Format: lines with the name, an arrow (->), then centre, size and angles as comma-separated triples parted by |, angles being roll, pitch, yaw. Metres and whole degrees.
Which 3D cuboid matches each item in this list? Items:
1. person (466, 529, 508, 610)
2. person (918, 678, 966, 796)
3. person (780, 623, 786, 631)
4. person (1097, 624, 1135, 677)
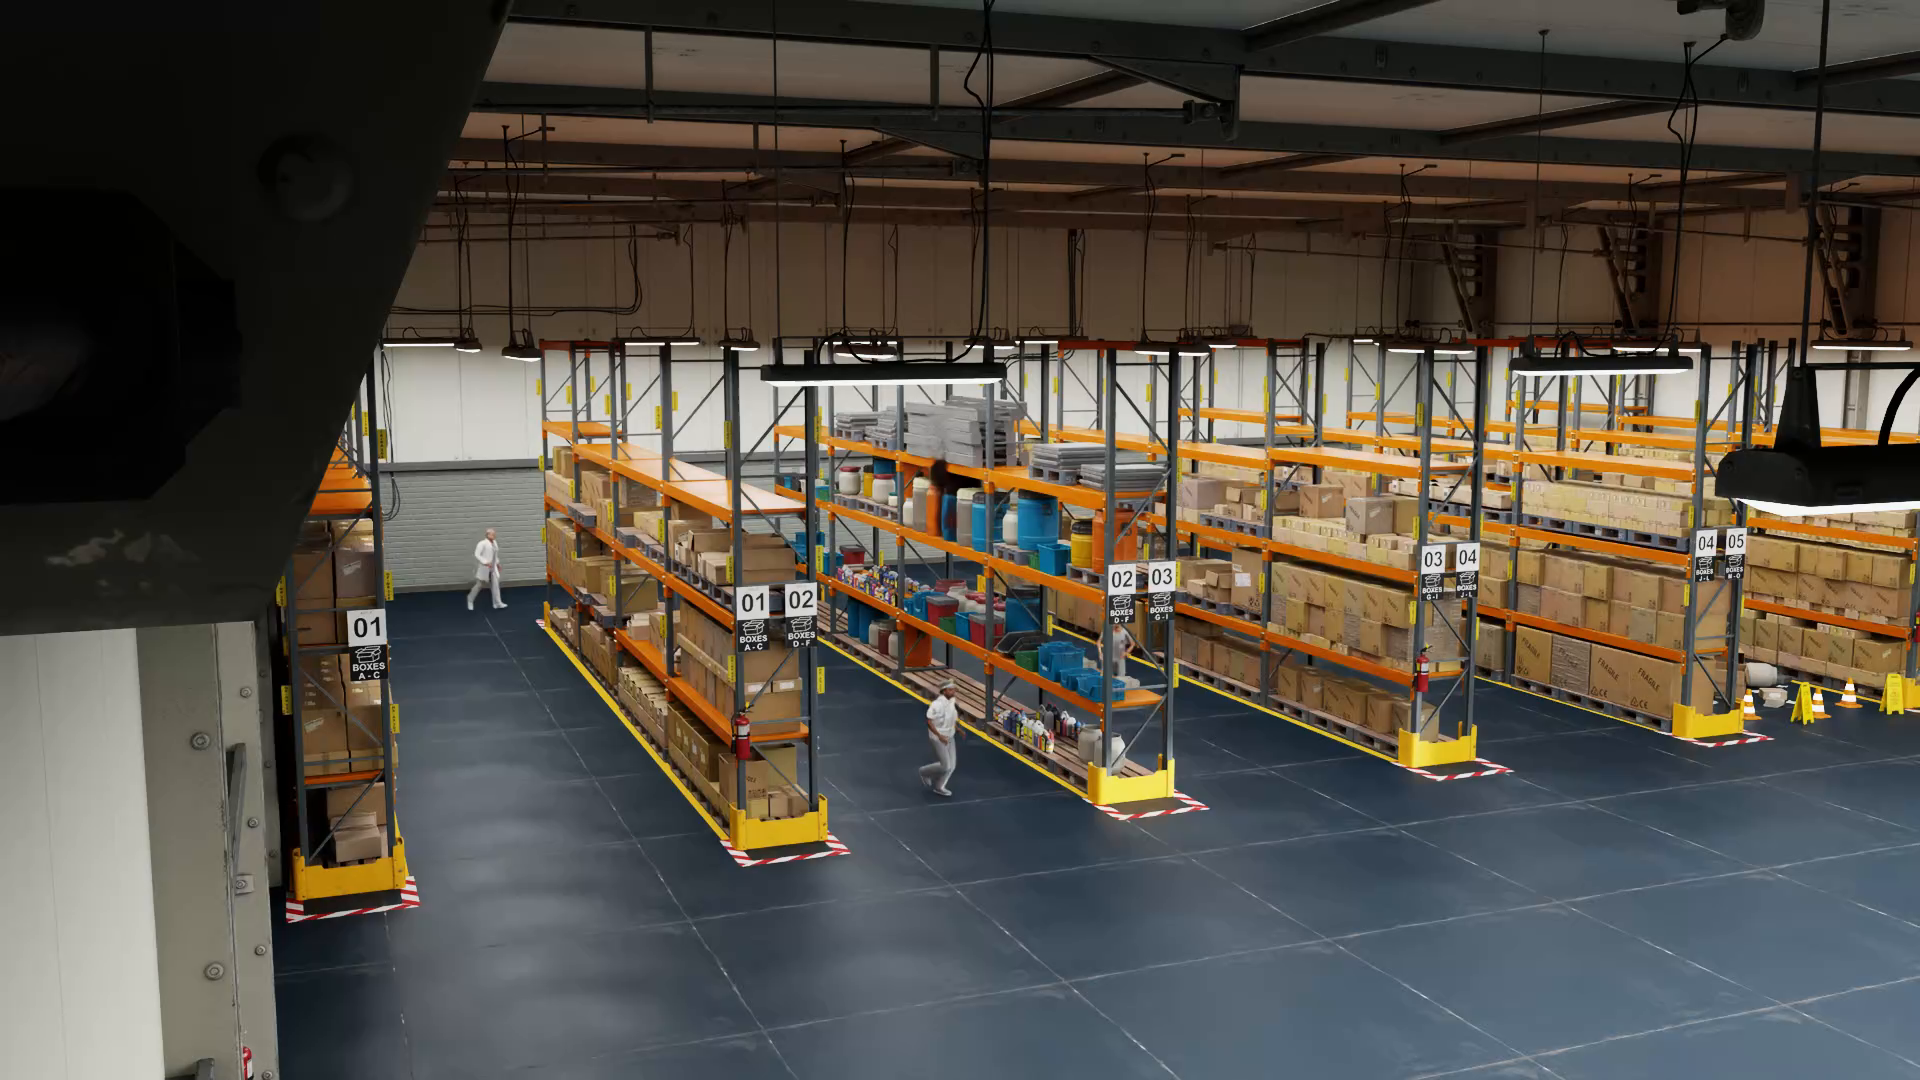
person -> -10.388, 0.648, 36.725 | 1.070, 1.772, 0.744 | 4, 9, 31
person -> -0.265, 2.632, 22.380 | 0.606, 1.623, 0.572 | 5, 9, 36
person -> -3.242, 1.461, 31.276 | 0.594, 1.724, 0.768 | -3, 8, -20
person -> 2.596, 1.982, 27.642 | 0.634, 1.580, 0.525 | -1, 7, -6
